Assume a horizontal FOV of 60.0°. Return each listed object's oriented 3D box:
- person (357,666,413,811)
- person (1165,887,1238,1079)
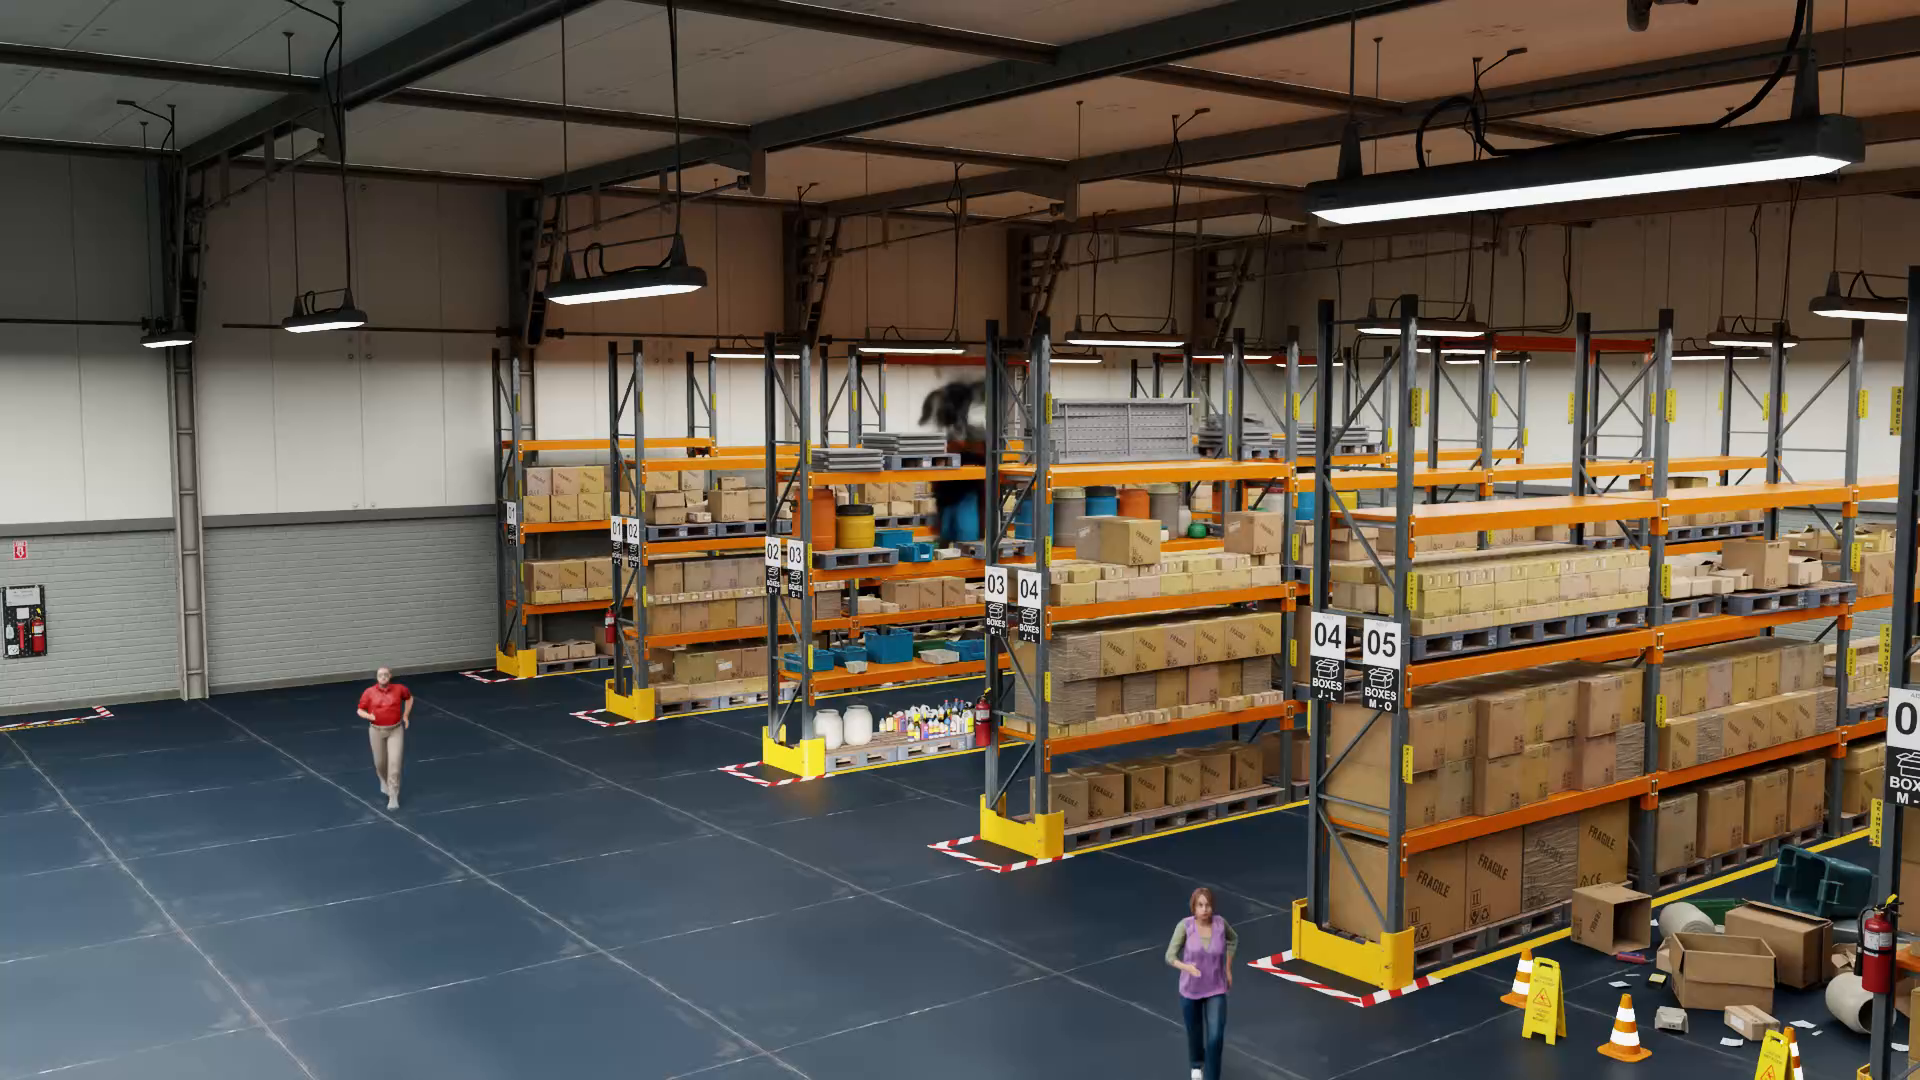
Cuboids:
[{"bbox_3d":[-7.244,2.457,20.986,0.660,1.753,0.969,-1,5,-16],"label":"person"},{"bbox_3d":[1.748,3.305,12.053,0.524,1.635,0.729,1,5,8],"label":"person"}]
